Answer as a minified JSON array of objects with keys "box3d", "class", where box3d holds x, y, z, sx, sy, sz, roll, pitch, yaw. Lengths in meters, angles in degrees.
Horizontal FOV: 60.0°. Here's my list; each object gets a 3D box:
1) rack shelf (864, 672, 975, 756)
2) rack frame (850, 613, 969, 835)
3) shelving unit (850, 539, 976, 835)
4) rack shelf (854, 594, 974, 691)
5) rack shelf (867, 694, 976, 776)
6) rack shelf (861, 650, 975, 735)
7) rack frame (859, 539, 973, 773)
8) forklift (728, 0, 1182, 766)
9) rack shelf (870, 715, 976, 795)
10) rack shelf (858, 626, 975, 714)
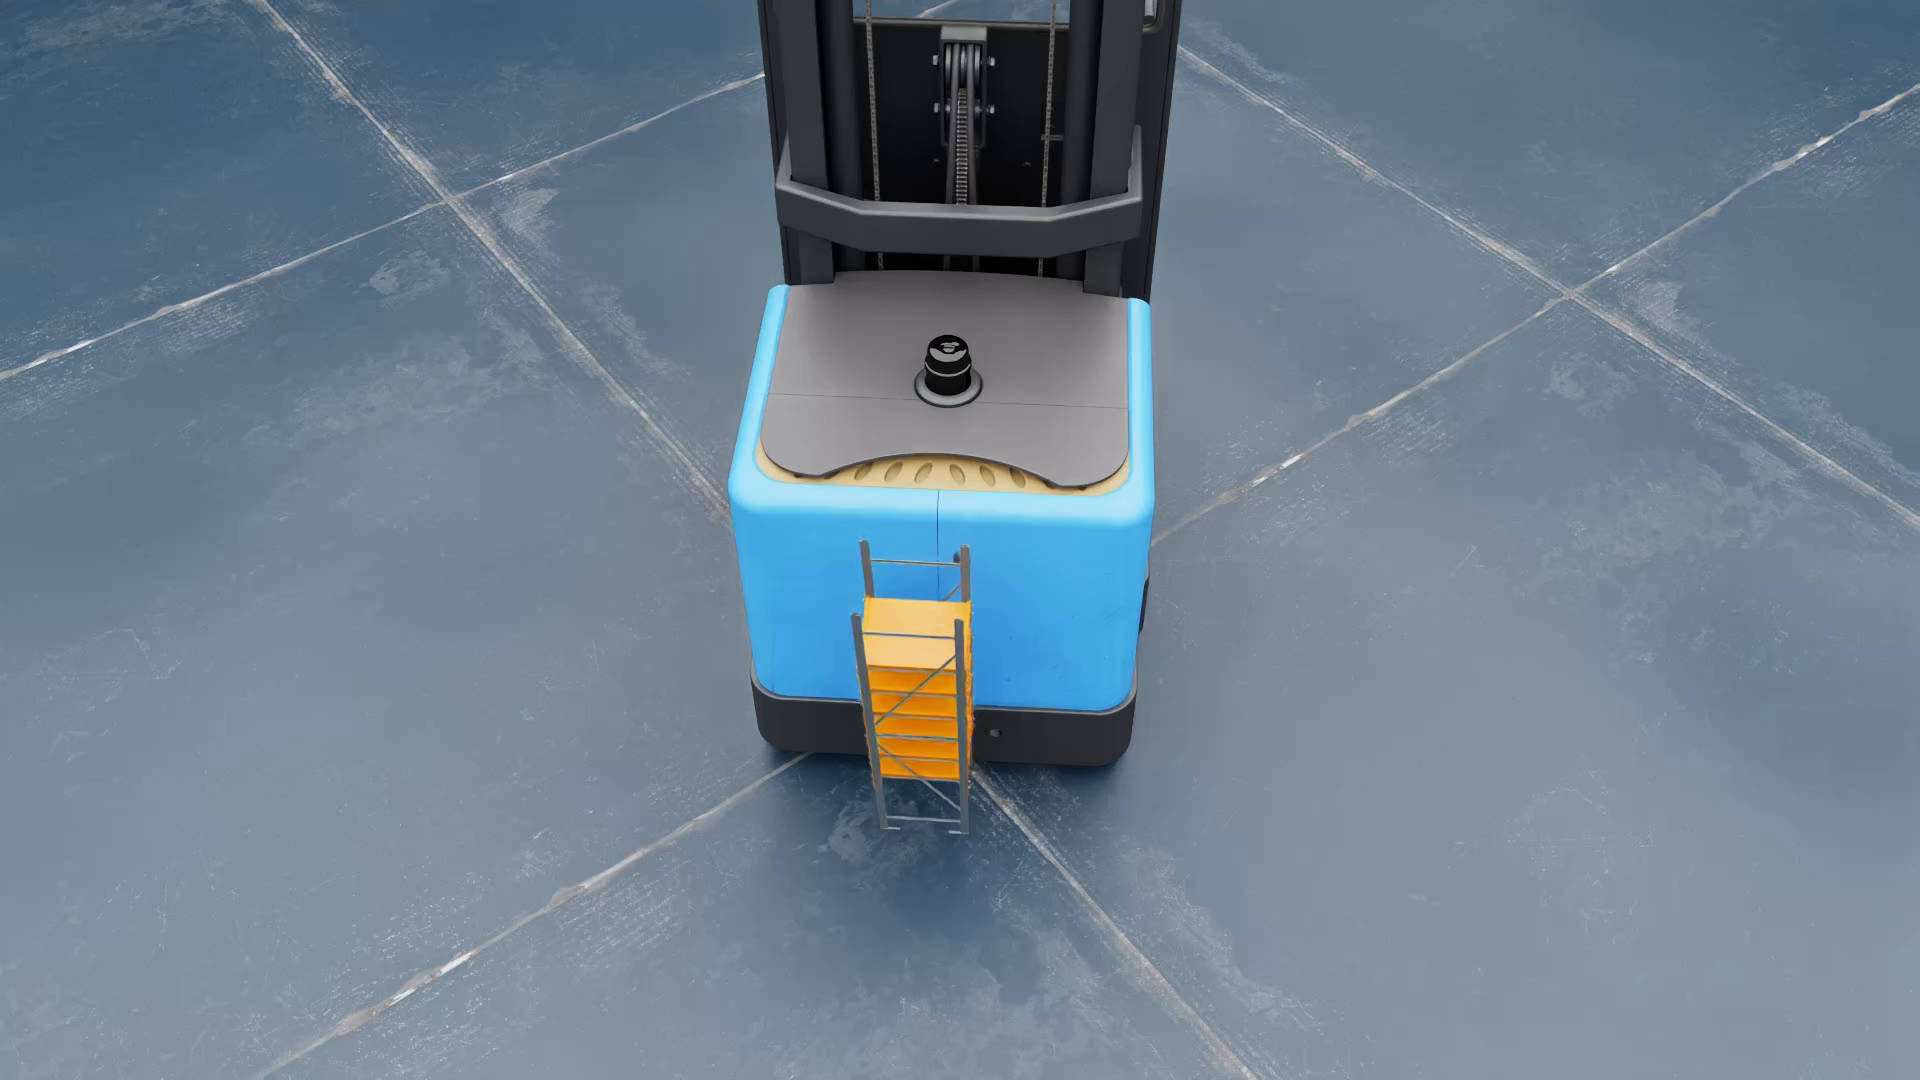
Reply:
[{"box3d":[-0.097,0.423,4.105,0.258,0.103,0.180,3,58,3],"class":"rack shelf"},{"box3d":[-0.104,0.477,4.019,0.240,1.200,0.006,3,58,3],"class":"rack frame"},{"box3d":[-0.098,0.400,4.067,0.258,1.200,0.189,3,58,3],"class":"shelving unit"},{"box3d":[-0.102,0.234,3.799,0.258,0.103,0.180,3,58,3],"class":"rack shelf"},{"box3d":[-0.096,0.486,4.207,0.258,0.103,0.180,3,58,3],"class":"rack shelf"},{"box3d":[-0.099,0.360,4.003,0.258,0.103,0.180,3,58,3],"class":"rack shelf"},{"box3d":[-0.091,0.322,4.115,0.240,1.200,0.006,3,58,3],"class":"rack frame"},{"box3d":[0.038,-1.451,4.587,1.130,2.935,3.031,3,48,2],"class":"forklift"},{"box3d":[-0.094,0.549,4.309,0.258,0.103,0.180,3,58,3],"class":"rack shelf"},{"box3d":[-0.100,0.297,3.901,0.258,0.103,0.180,3,58,3],"class":"rack shelf"}]
